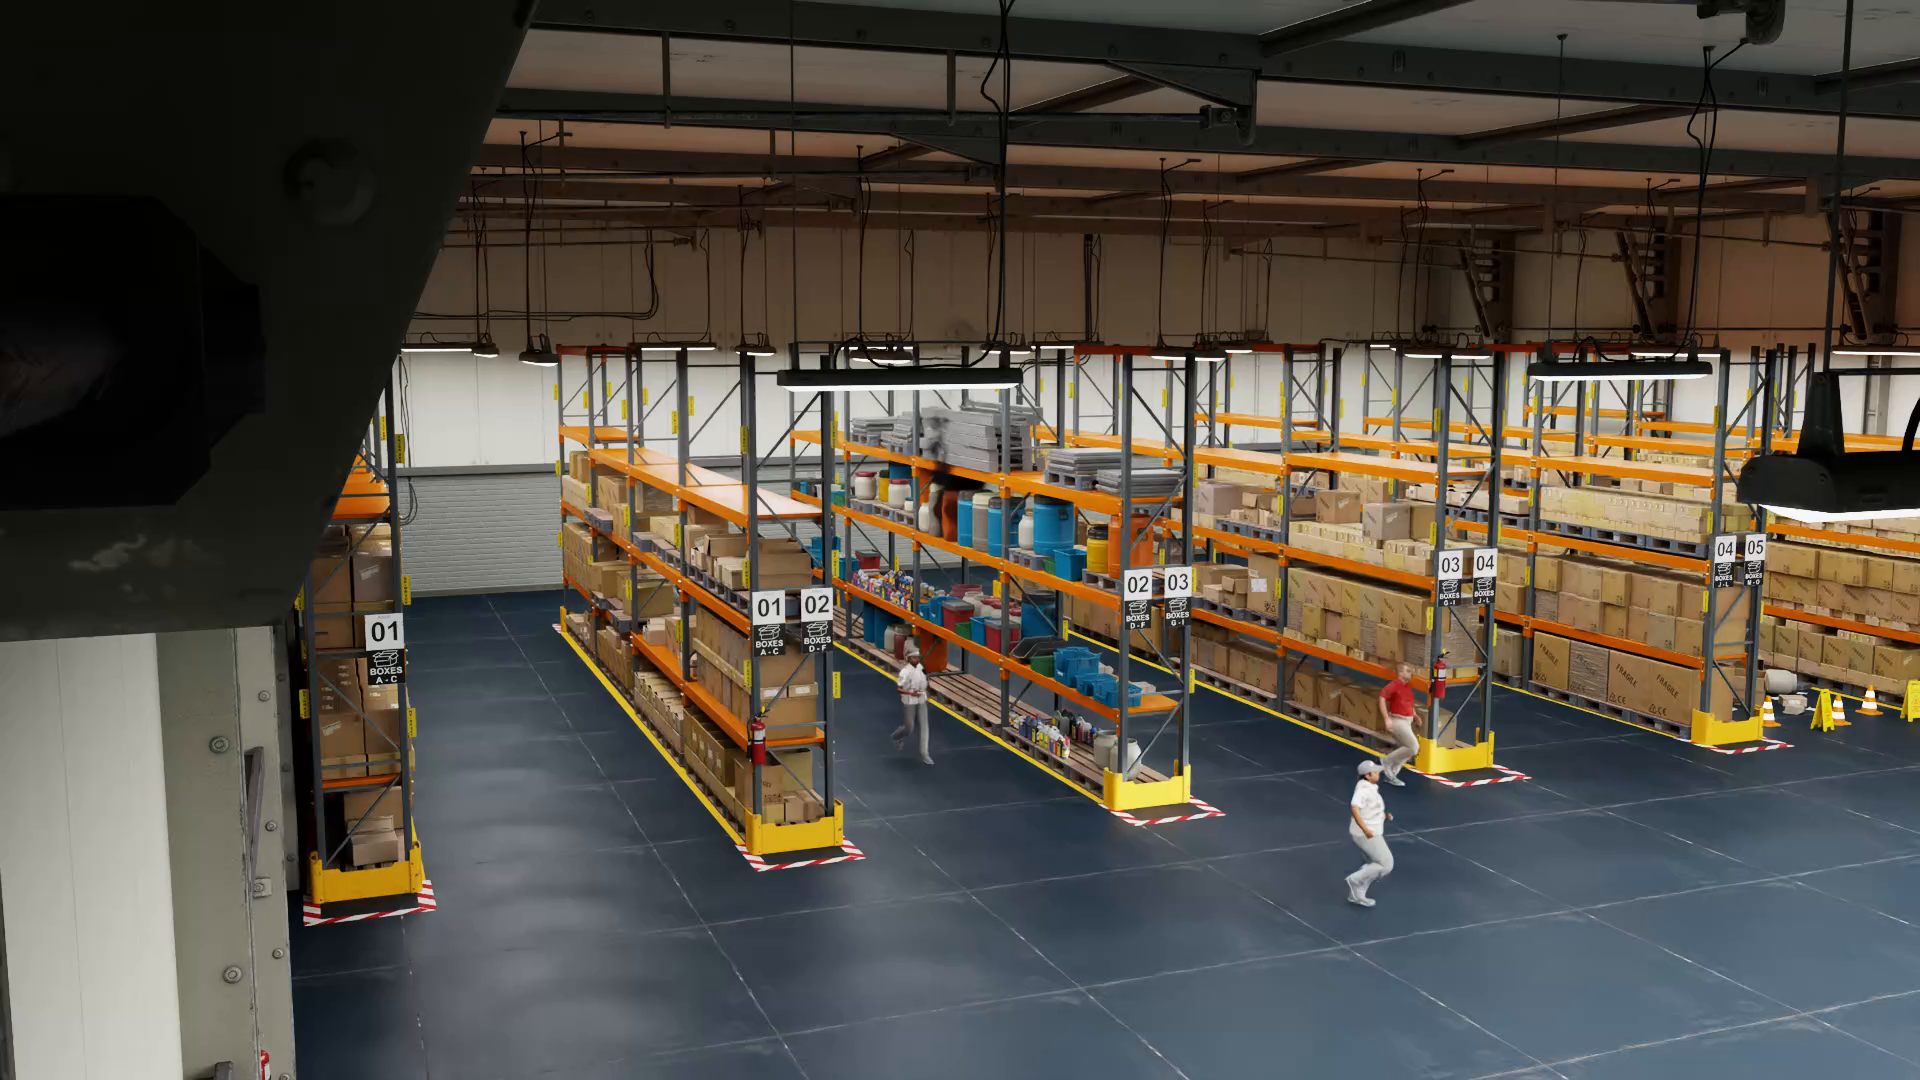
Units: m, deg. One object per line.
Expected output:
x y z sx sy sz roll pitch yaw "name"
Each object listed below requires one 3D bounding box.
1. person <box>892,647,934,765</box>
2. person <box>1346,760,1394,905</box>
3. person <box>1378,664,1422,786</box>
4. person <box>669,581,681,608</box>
-0.682 2.395 24.399 0.580 1.695 0.904 -5 9 -36 "person"
4.502 3.217 18.227 0.505 1.628 0.668 2 7 13 "person"
6.194 2.570 23.215 0.554 1.656 0.692 5 9 35 "person"
-6.241 1.013 35.763 0.677 1.574 0.588 3 8 24 "person"
